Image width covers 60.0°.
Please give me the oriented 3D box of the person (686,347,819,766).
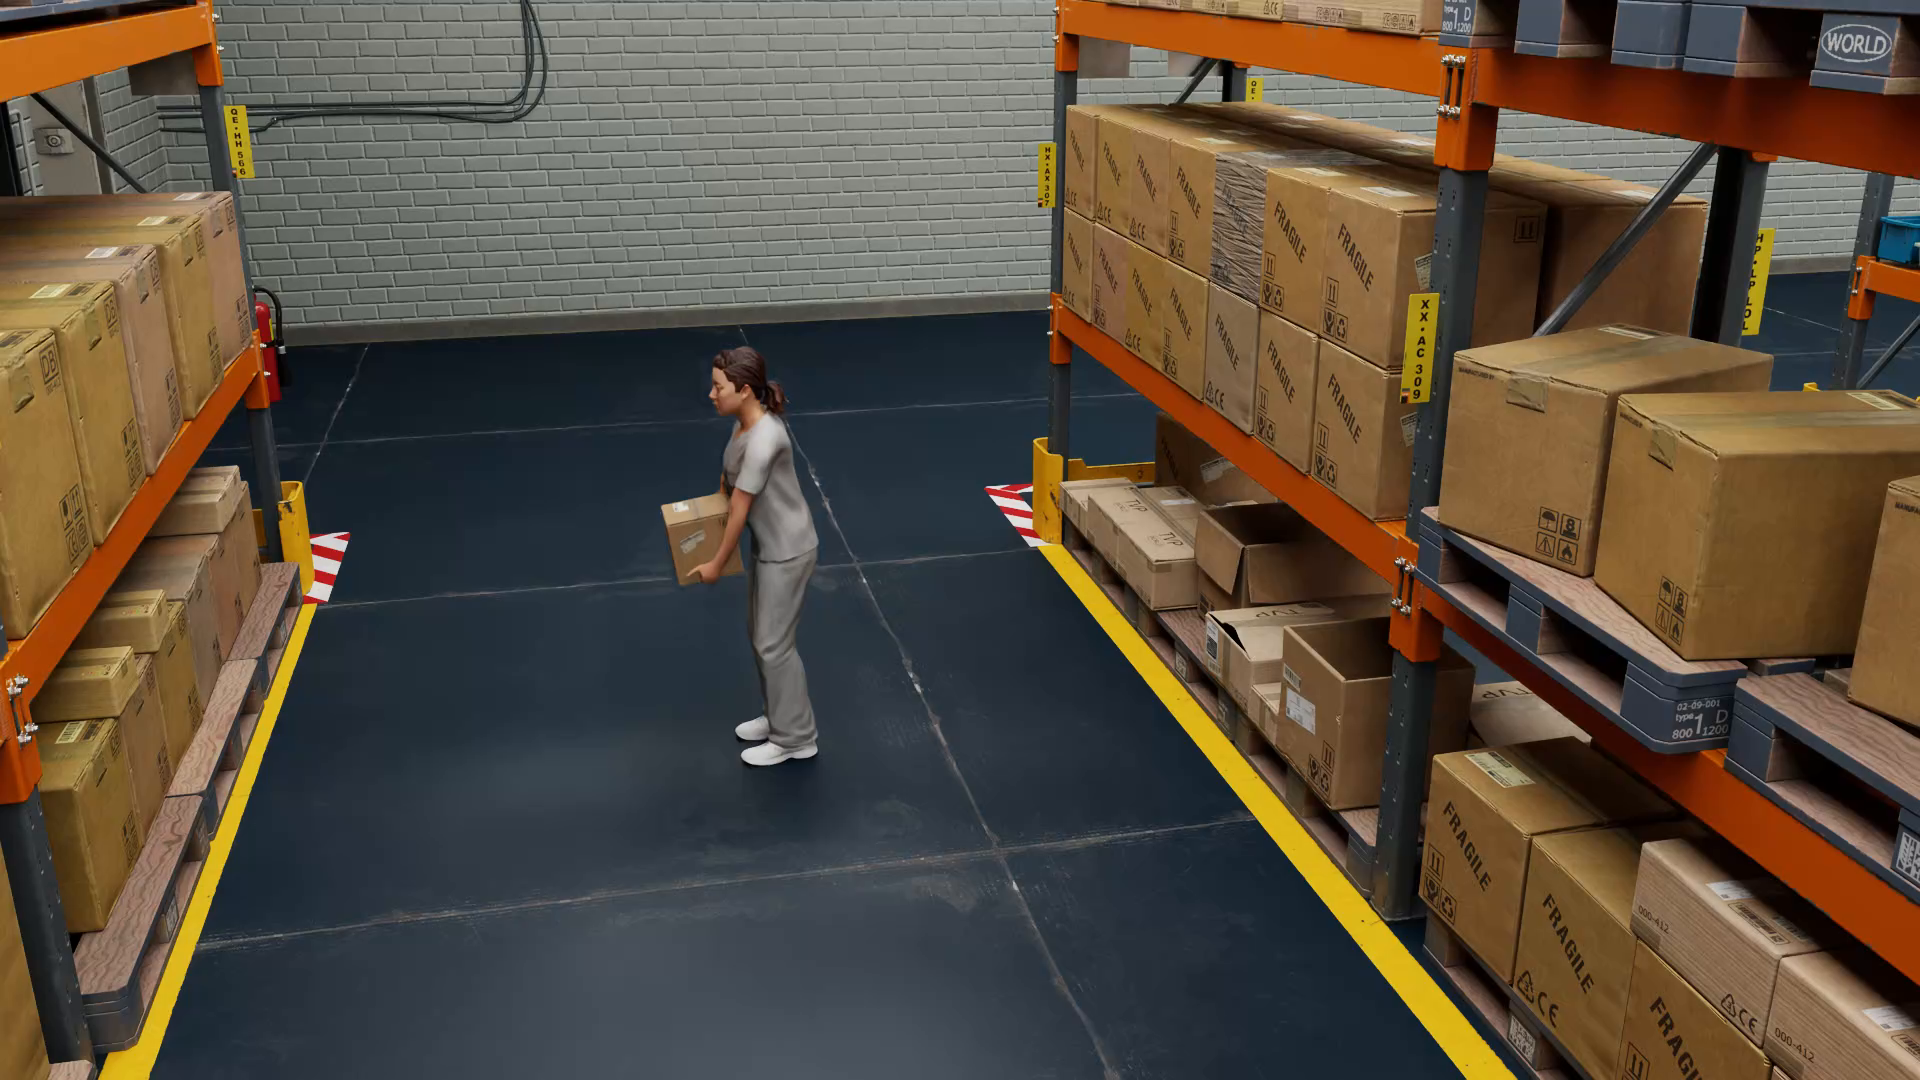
[{"bbox_3d":[-0.807,0.067,6.421,0.519,1.658,0.409,-5,20,-13],"label":"person"}]
